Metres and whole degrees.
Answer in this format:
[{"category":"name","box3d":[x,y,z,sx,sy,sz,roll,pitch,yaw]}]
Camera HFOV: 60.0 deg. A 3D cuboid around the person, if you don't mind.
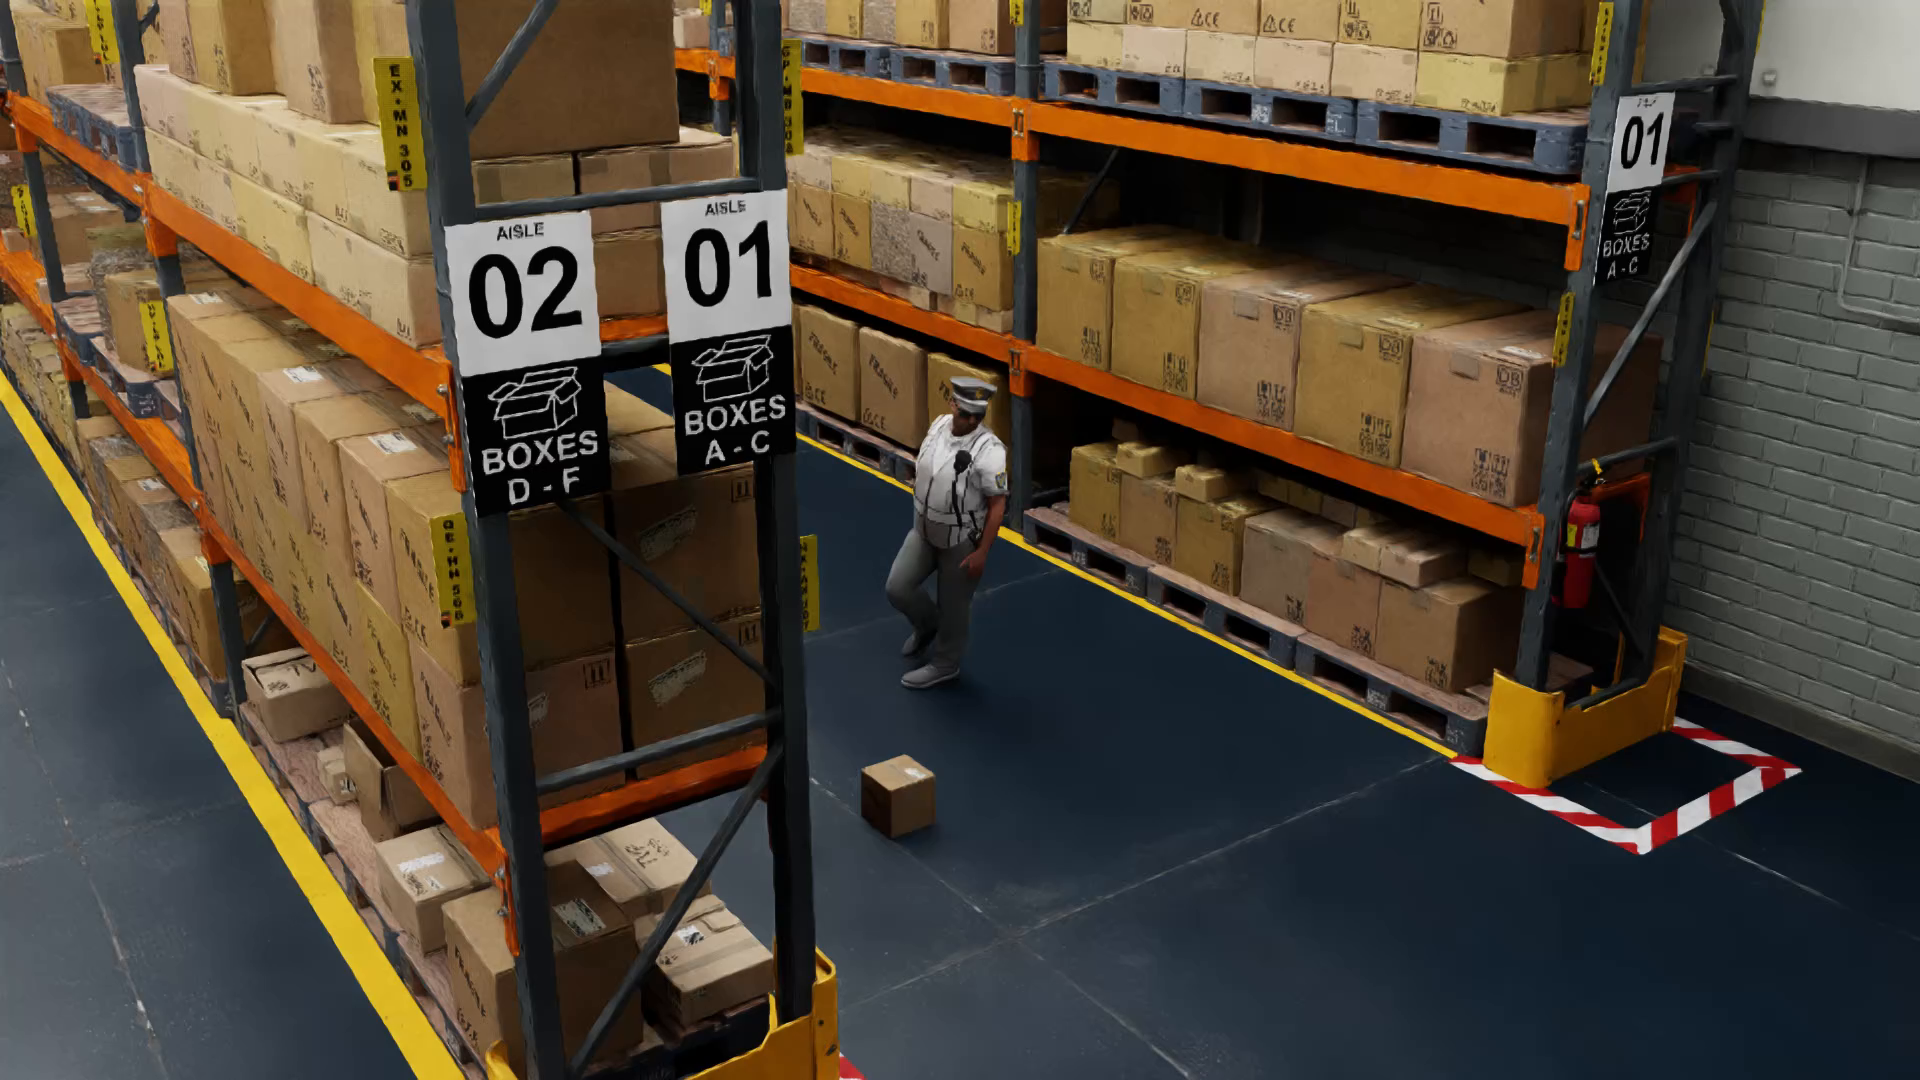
[{"category":"person","box3d":[-0.104,-0.024,8.630,0.471,1.742,0.747,-19,28,-40]}]
